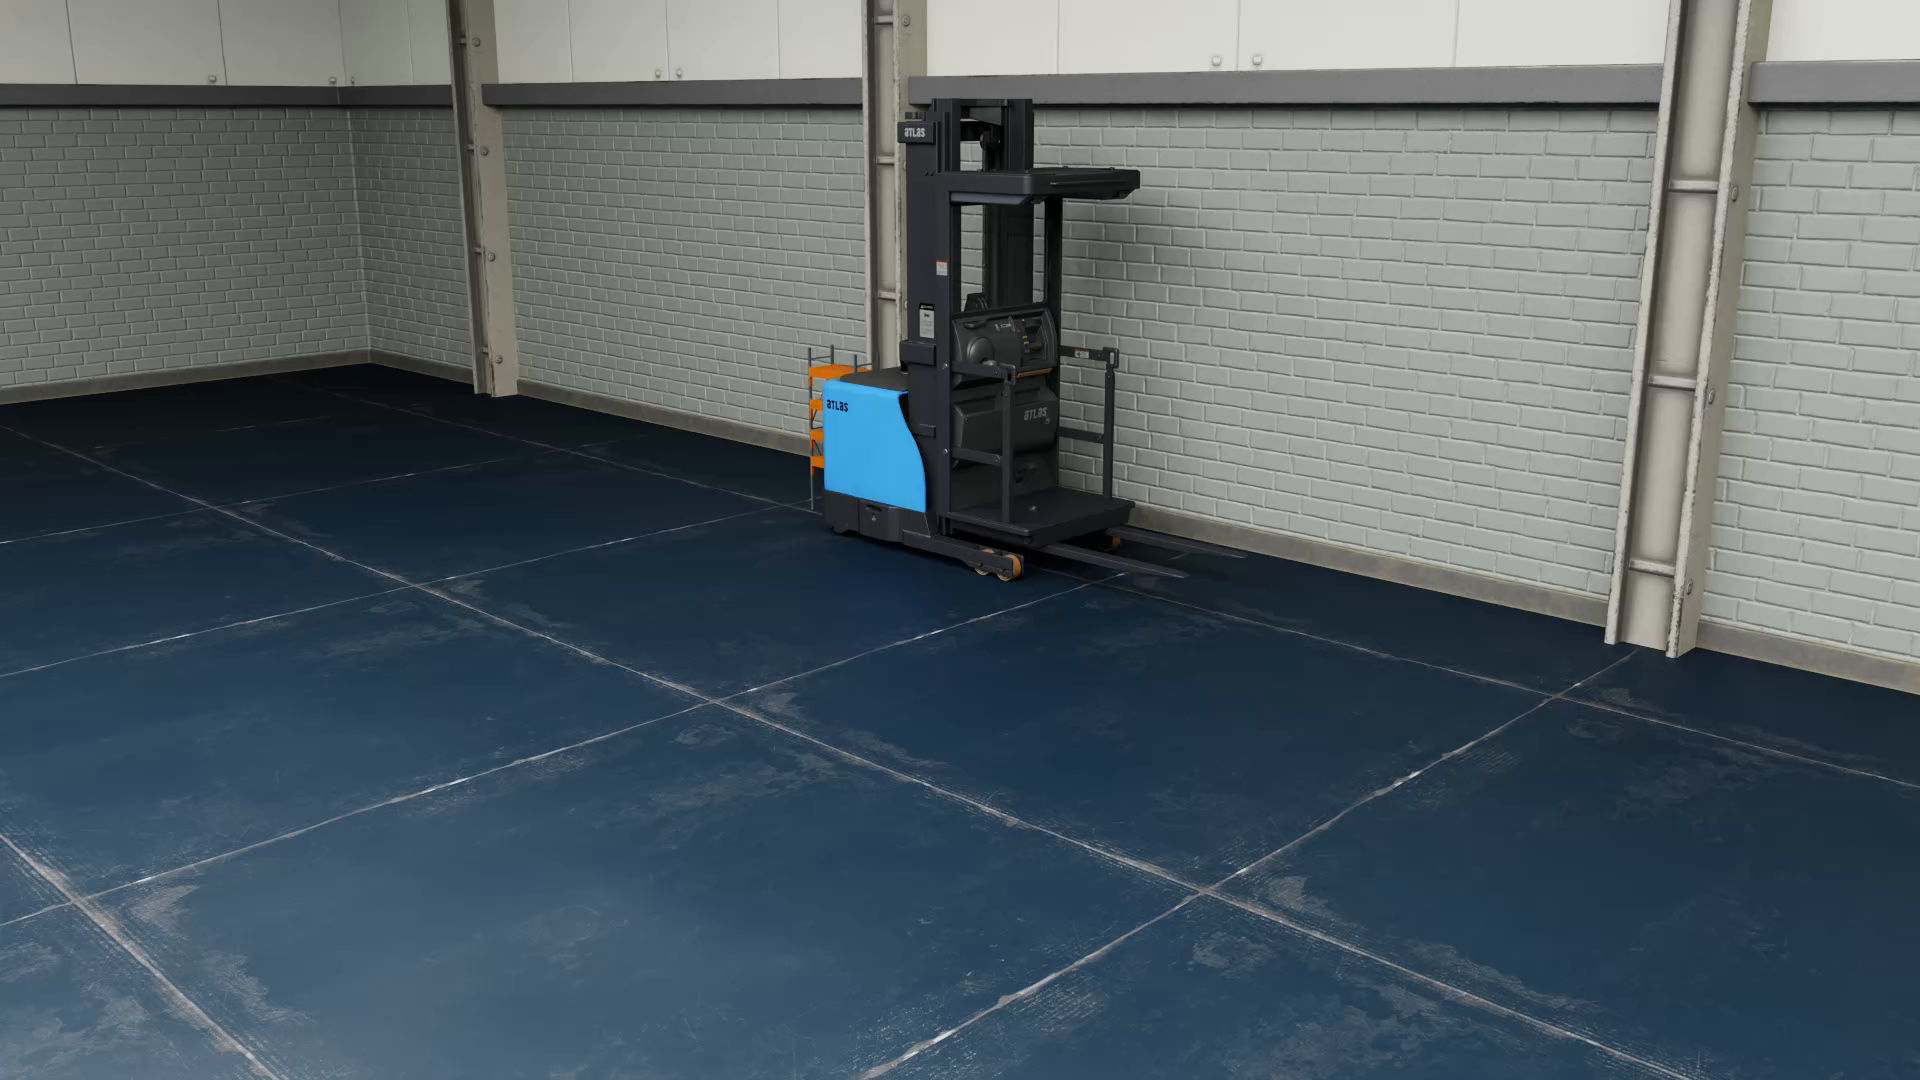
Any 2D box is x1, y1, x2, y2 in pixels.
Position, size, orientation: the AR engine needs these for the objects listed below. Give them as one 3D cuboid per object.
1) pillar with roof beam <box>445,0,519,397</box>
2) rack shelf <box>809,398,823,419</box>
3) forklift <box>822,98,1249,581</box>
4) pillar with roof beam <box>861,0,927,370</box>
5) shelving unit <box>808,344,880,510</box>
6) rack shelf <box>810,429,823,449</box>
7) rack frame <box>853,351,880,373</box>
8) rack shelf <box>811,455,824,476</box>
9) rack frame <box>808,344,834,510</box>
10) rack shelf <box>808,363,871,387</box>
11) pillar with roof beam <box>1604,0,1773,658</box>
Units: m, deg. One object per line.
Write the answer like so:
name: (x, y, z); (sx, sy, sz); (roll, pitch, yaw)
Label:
pillar with roof beam: (-7.797, -5.098, 13.149); (0.400, 9.000, 9.100); (14, 20, 42)
rack shelf: (-0.835, -0.935, 12.022); (0.480, 0.148, 0.258); (14, 20, 42)
forklift: (0.448, -1.309, 10.644); (3.031, 2.935, 1.130); (14, 20, 42)
pillar with roof beam: (-3.478, -4.048, 9.119); (0.400, 9.000, 9.100); (14, 20, 42)
shelving unit: (-0.835, -0.784, 12.061); (0.503, 1.200, 0.258); (14, 20, 42)
rack shelf: (-0.835, -0.719, 12.078); (0.480, 0.148, 0.258); (14, 20, 42)
rack frame: (-0.660, -0.741, 11.897); (0.015, 1.200, 0.240); (14, 20, 42)
rack shelf: (-0.835, -0.527, 12.128); (0.480, 0.148, 0.258); (14, 20, 42)
rack frame: (-1.011, -0.827, 12.225); (0.015, 1.200, 0.240); (14, 20, 42)
rack shelf: (-0.835, -1.164, 11.962); (0.480, 0.148, 0.258); (14, 20, 42)
pillar with roof beam: (0.842, -2.997, 5.089); (0.400, 9.000, 9.100); (14, 20, 42)
